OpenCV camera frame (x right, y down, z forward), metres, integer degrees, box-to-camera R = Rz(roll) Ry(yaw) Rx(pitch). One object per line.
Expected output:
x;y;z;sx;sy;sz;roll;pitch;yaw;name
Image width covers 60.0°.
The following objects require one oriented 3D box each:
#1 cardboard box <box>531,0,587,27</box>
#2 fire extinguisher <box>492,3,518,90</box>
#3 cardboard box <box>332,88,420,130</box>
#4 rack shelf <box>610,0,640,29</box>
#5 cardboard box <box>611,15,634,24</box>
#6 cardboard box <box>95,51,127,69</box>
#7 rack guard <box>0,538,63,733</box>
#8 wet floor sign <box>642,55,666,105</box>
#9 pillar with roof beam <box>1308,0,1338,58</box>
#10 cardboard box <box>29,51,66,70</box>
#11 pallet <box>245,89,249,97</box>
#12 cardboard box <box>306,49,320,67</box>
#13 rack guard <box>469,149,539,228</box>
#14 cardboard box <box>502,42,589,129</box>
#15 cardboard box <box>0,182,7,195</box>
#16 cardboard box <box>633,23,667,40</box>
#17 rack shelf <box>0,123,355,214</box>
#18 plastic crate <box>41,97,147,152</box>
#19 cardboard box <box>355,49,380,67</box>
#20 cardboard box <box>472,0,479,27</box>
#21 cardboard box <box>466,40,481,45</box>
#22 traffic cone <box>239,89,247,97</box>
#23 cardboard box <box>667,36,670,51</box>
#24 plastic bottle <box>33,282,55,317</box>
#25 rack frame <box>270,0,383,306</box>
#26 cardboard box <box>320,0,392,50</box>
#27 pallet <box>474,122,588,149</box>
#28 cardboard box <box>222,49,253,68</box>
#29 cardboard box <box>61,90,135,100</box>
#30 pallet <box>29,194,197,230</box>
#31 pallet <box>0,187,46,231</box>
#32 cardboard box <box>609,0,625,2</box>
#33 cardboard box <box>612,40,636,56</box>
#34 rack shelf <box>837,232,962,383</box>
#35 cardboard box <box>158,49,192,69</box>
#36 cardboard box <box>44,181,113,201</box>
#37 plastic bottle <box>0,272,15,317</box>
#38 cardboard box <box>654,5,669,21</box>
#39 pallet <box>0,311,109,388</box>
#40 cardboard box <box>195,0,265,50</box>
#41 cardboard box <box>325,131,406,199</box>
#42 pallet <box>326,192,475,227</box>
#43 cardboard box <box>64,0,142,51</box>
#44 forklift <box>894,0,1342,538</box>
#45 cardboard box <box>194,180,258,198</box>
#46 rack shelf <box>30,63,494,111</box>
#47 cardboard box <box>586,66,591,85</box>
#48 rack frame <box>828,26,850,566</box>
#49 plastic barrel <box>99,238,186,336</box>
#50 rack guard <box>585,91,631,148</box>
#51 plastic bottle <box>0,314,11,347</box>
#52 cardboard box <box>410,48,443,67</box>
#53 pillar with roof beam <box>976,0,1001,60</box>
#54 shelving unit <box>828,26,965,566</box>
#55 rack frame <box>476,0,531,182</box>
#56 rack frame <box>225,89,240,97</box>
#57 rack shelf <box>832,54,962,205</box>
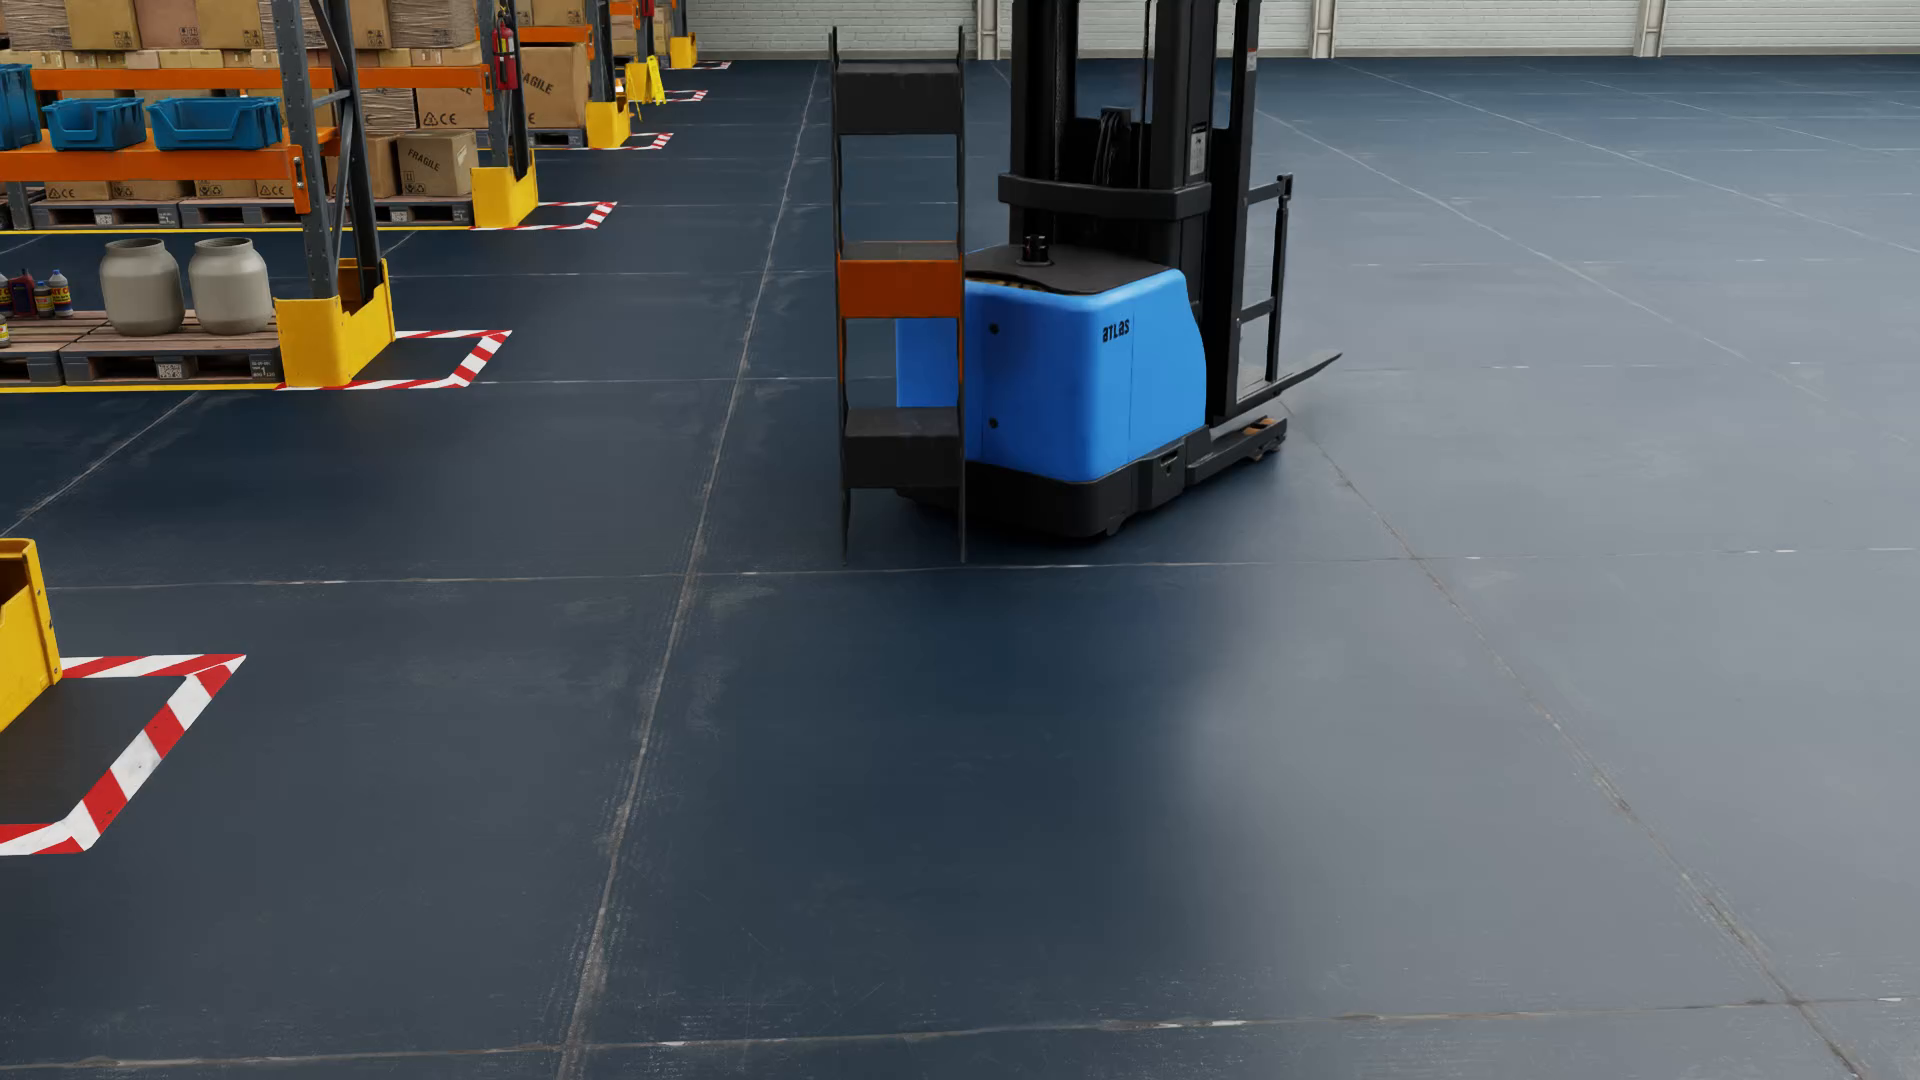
-4.439;-6.059;18.608;0.550;0.550;0.875;-1;21;-3;cardboard box
-3.749;-4.051;13.654;0.183;0.674;0.296;-1;21;-3;fire extinguisher
-6.533;-5.142;18.807;0.875;0.875;0.875;-1;21;-3;cardboard box
-6.452;-7.392;23.331;4.000;0.370;1.077;-1;21;-3;rack shelf
-5.694;-8.778;27.830;0.500;0.250;0.500;-1;21;-2;cardboard box
-6.904;-3.971;13.688;0.250;0.149;0.380;-1;21;-3;cardboard box
-3.304;0.438;5.267;0.348;0.500;1.175;-1;21;-3;rack guard
-4.204;-6.292;22.741;0.232;0.644;0.267;6;22;16;wet floor sign
6.737;-11.356;24.301;0.400;9.000;9.100;-1;21;-3;pillar with roof beam
-7.401;-3.948;13.627;0.250;0.149;0.380;-1;21;-3;cardboard box
-10.447;-6.342;23.482;1.213;0.211;1.003;-1;21;-3;pallet
-5.409;-4.021;13.819;0.250;0.149;0.380;-1;21;-3;cardboard box
-3.965;-3.079;14.504;0.348;0.500;1.175;-1;21;-3;rack guard
-4.745;-5.178;18.902;0.875;0.875;0.875;-1;21;-3;cardboard box
-8.497;-3.200;14.204;0.500;0.500;0.700;-3;21;-7;cardboard box
-5.210;-8.556;27.949;0.500;0.250;0.500;-1;21;-4;cardboard box
-5.603;-2.112;9.464;4.000;0.370;1.077;-1;21;-3;rack shelf
-4.738;-2.292;9.134;0.408;0.251;0.499;-1;21;-3;plastic crate
-4.909;-4.024;13.828;0.250;0.149;0.380;-1;21;-3;cardboard box
-5.554;-6.073;18.646;0.550;0.550;0.875;-1;21;-3;cardboard box
-4.187;-4.210;14.316;0.250;0.149;0.380;-1;21;-3;cardboard box
-9.607;-5.979;22.176;0.334;0.463;0.336;-1;21;-3;traffic cone
-5.244;-8.503;28.512;0.500;0.250;0.500;-1;21;-3;cardboard box
-5.538;-1.459;10.051;0.097;0.201;0.097;0;21;0;plastic bottle
-3.607;-2.489;9.442;0.127;3.000;1.000;-1;21;-3;rack frame
-4.932;-4.380;13.851;0.500;0.500;0.875;-1;21;-3;cardboard box
-4.865;-4.665;19.078;1.213;0.211;1.003;-1;21;-3;pallet
-5.907;-4.004;13.774;0.250;0.149;0.380;-1;21;-3;cardboard box
-9.643;-5.013;18.644;0.750;0.750;1.050;-1;21;-3;cardboard box
-7.214;-2.890;14.415;1.213;0.211;1.003;-1;21;-3;pallet
-8.660;-2.848;14.304;1.213;0.211;1.003;-1;21;-3;pallet
-4.816;-7.568;23.135;0.250;0.149;0.380;0;21;-1;cardboard box
-5.690;-8.315;28.018;0.500;0.250;0.500;-1;21;-3;cardboard box
-0.237;-0.936;6.666;0.480;0.518;0.431;-1;21;-1;rack shelf
-6.404;-3.981;13.716;0.250;0.149;0.380;-1;21;-3;cardboard box
-7.481;-3.189;14.204;0.500;0.500;0.500;-2;21;-5;cardboard box
-5.777;-1.486;10.025;0.097;0.271;0.097;0;21;0;plastic bottle
-5.233;-8.968;28.329;0.500;0.250;0.500;-1;21;-4;cardboard box
-5.706;-1.129;9.790;1.213;0.211;1.003;-1;21;-3;pallet
-5.934;-4.379;13.849;0.500;0.500;0.875;-1;21;-3;cardboard box
-5.109;-3.245;14.352;0.500;0.500;0.500;4;21;11;cardboard box
-4.778;-2.940;14.546;1.213;0.211;1.003;-1;21;-3;pallet
-6.929;-4.338;13.740;0.500;0.500;0.875;-1;21;-3;cardboard box
0.972;-1.843;7.842;1.130;2.935;3.031;14;25;33;forklift
-6.294;-3.244;14.348;0.500;0.500;0.500;-3;21;-8;cardboard box
-5.886;-3.872;14.085;4.000;0.370;1.077;-1;21;-3;rack shelf
-5.271;-6.567;23.429;0.500;0.250;0.500;-1;21;-3;cardboard box
-0.481;-0.946;6.655;0.015;2.100;0.400;-1;21;-1;rack frame
-4.760;-1.472;9.677;0.421;0.512;0.421;0;21;0;plastic barrel
-4.048;-4.845;19.143;0.348;0.500;1.175;-1;21;-3;rack guard
-5.415;-1.194;9.355;0.097;0.201;0.097;0;21;0;plastic bottle
-4.412;-4.047;13.888;0.250;0.149;0.380;-1;21;-3;cardboard box
0.747;-11.234;23.981;0.400;9.000;9.100;-1;21;-3;pillar with roof beam
-0.237;-0.948;6.661;0.503;2.100;0.431;-1;21;-1;shelving unit
-3.889;-4.248;14.064;0.127;3.000;1.000;-1;21;-3;rack frame
-8.065;-5.931;18.484;0.127;3.000;1.000;-1;21;-3;rack frame
-0.237;-1.590;6.417;0.480;0.518;0.431;-1;21;-1;rack shelf
